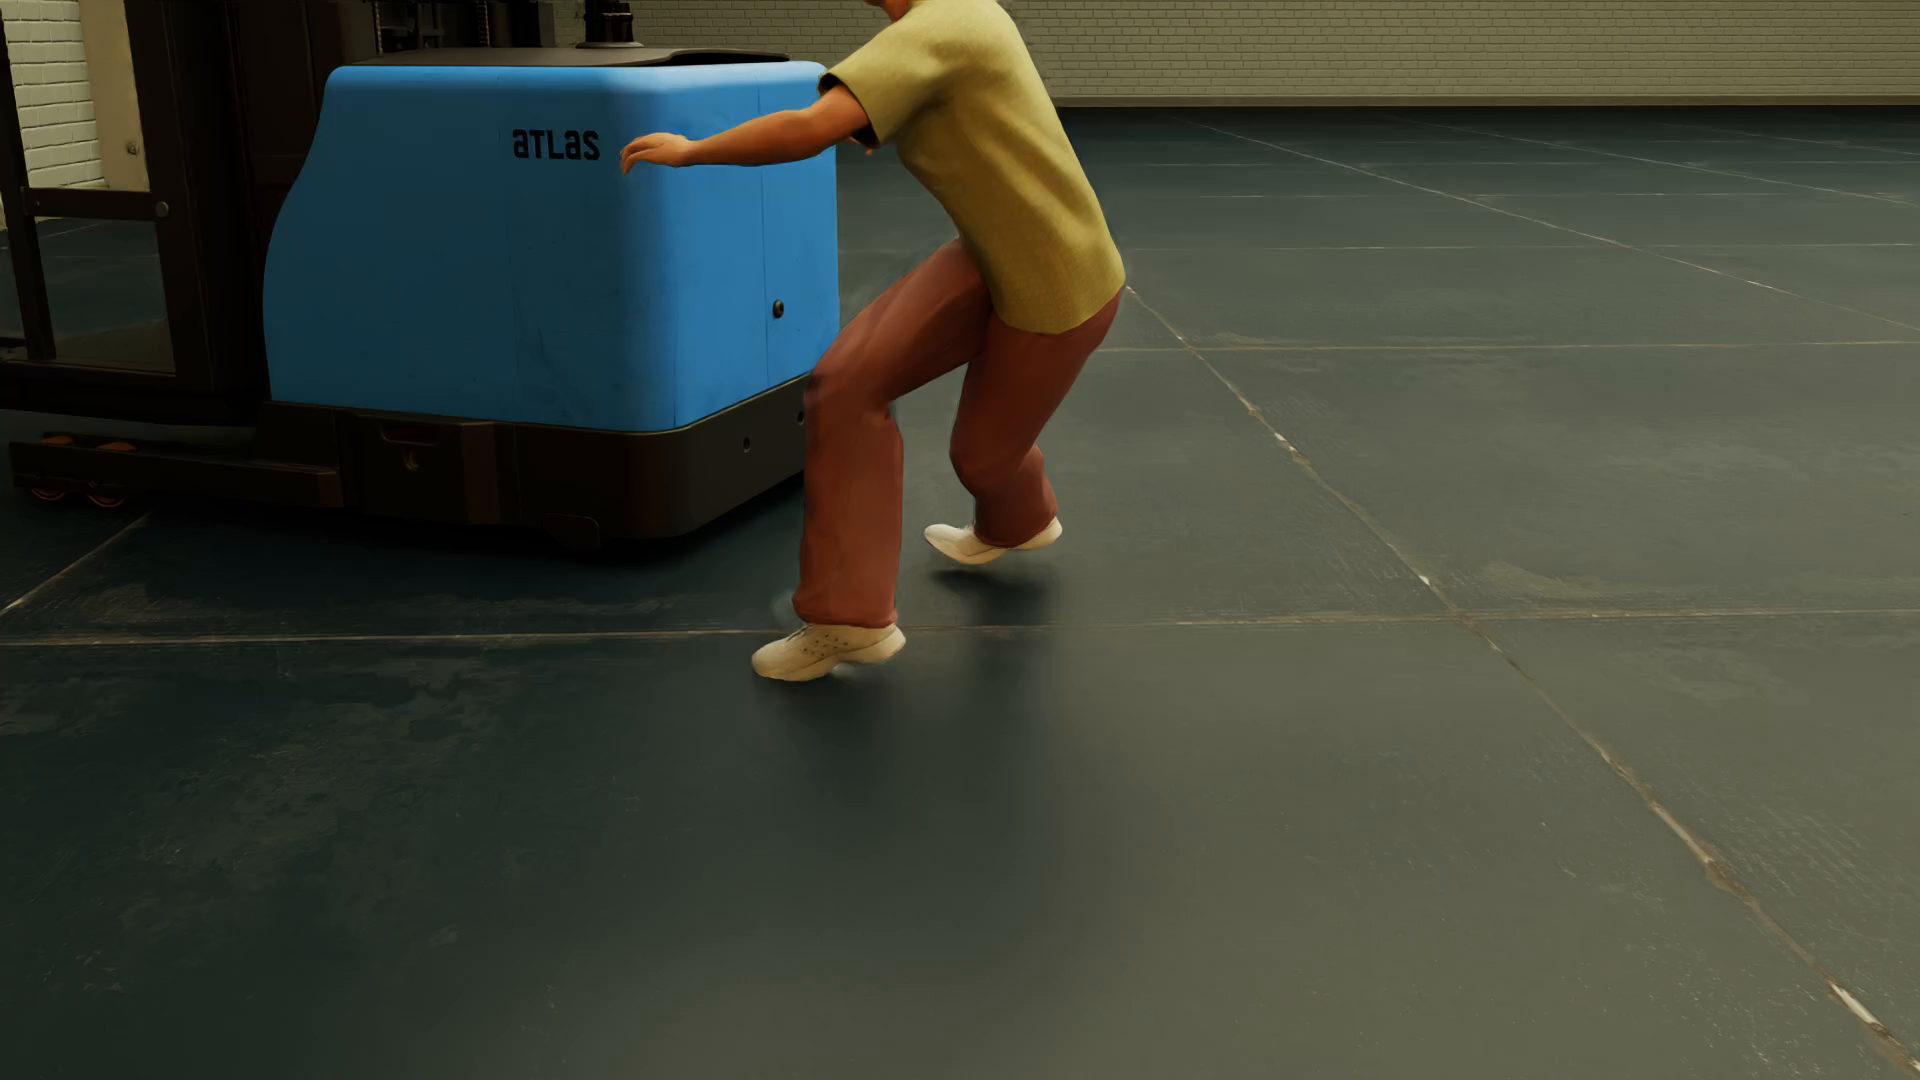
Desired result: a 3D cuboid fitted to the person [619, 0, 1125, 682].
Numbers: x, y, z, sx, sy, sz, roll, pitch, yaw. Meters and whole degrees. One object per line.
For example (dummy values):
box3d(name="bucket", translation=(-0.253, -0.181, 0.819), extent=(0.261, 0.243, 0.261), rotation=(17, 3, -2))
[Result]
box3d(name="person", translation=(-0.146, -0.487, 3.086), extent=(0.960, 1.448, 0.866), rotation=(-5, 18, -16))

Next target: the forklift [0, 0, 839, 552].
box3d(name="forklift", translation=(-1.880, -1.619, 4.200), extent=(3.031, 2.935, 1.130), rotation=(6, 18, 19))
